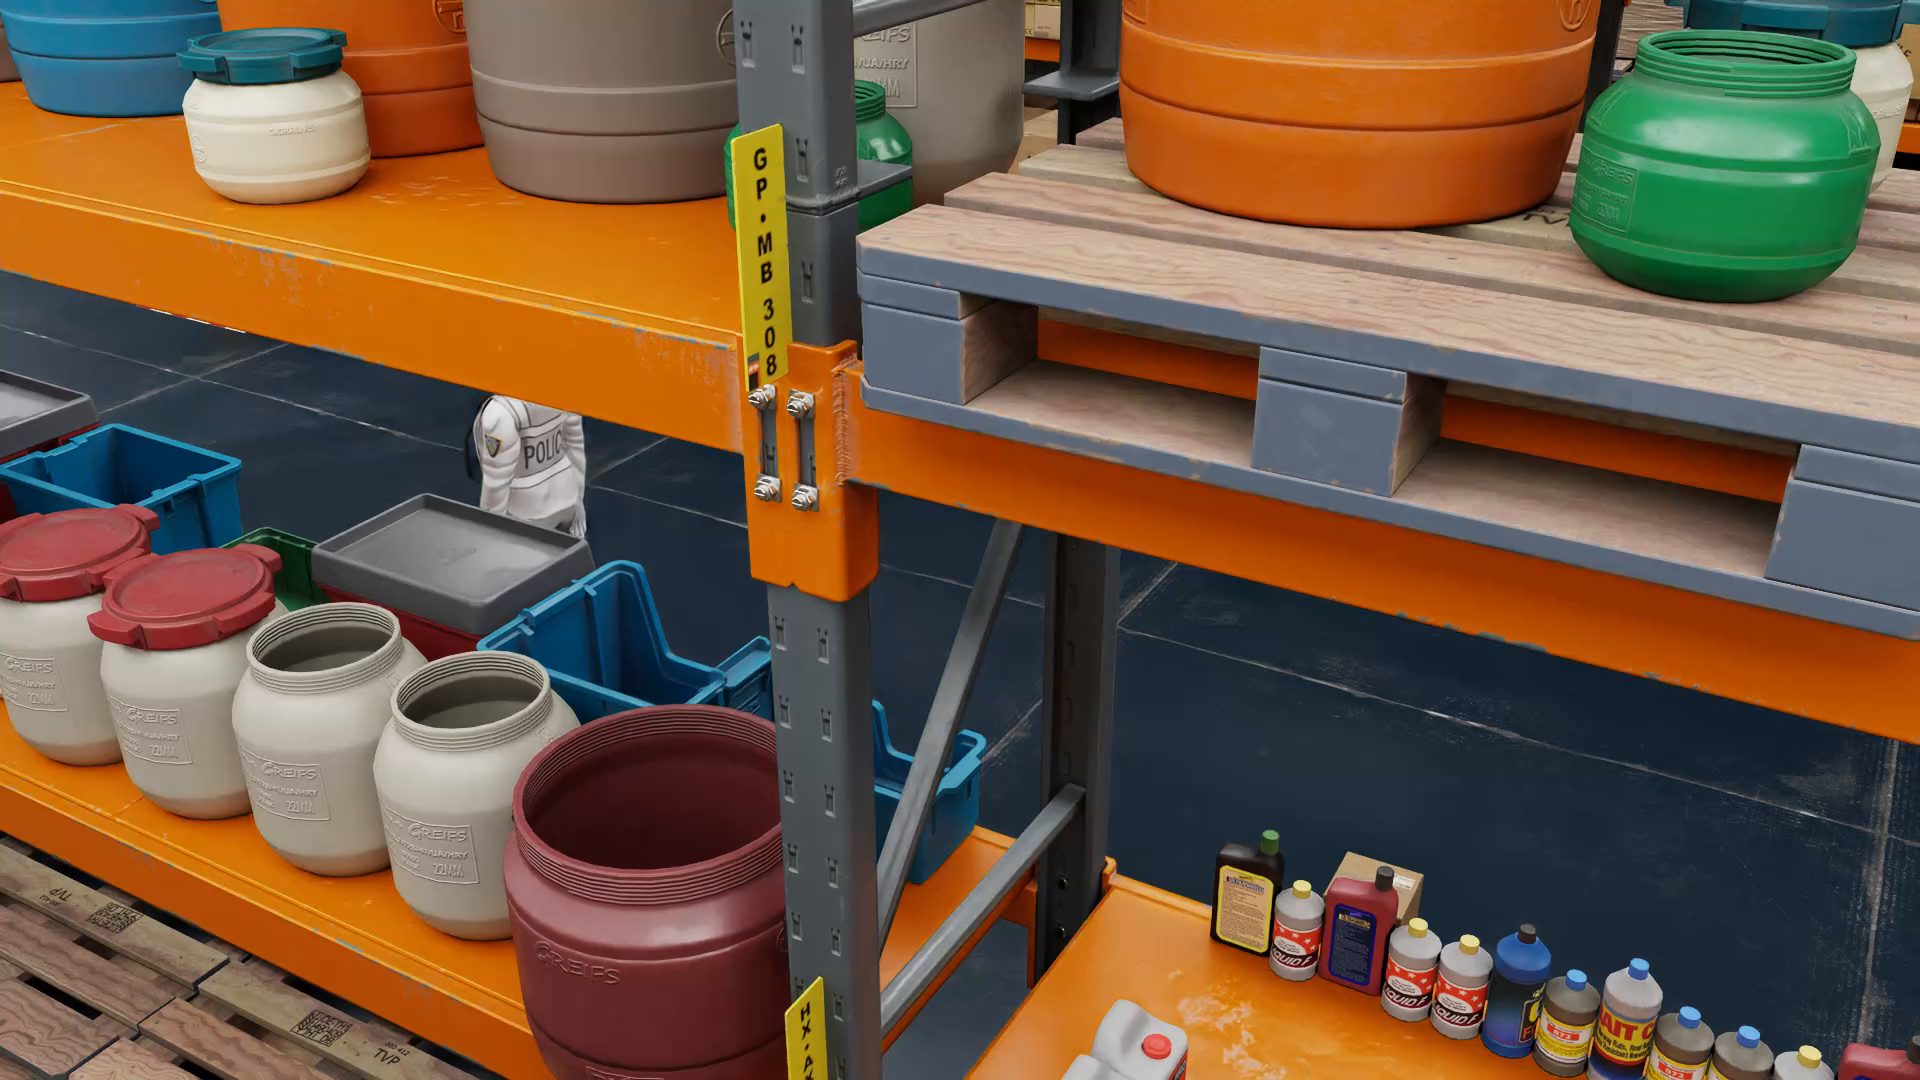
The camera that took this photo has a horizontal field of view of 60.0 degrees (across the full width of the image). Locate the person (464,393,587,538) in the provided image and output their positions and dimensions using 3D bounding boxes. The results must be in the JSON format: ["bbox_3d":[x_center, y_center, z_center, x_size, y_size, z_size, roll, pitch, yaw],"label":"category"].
[{"bbox_3d":[-1.599,-0.100,6.233,0.448,1.678,0.486,11,29,21],"label":"person"}]
